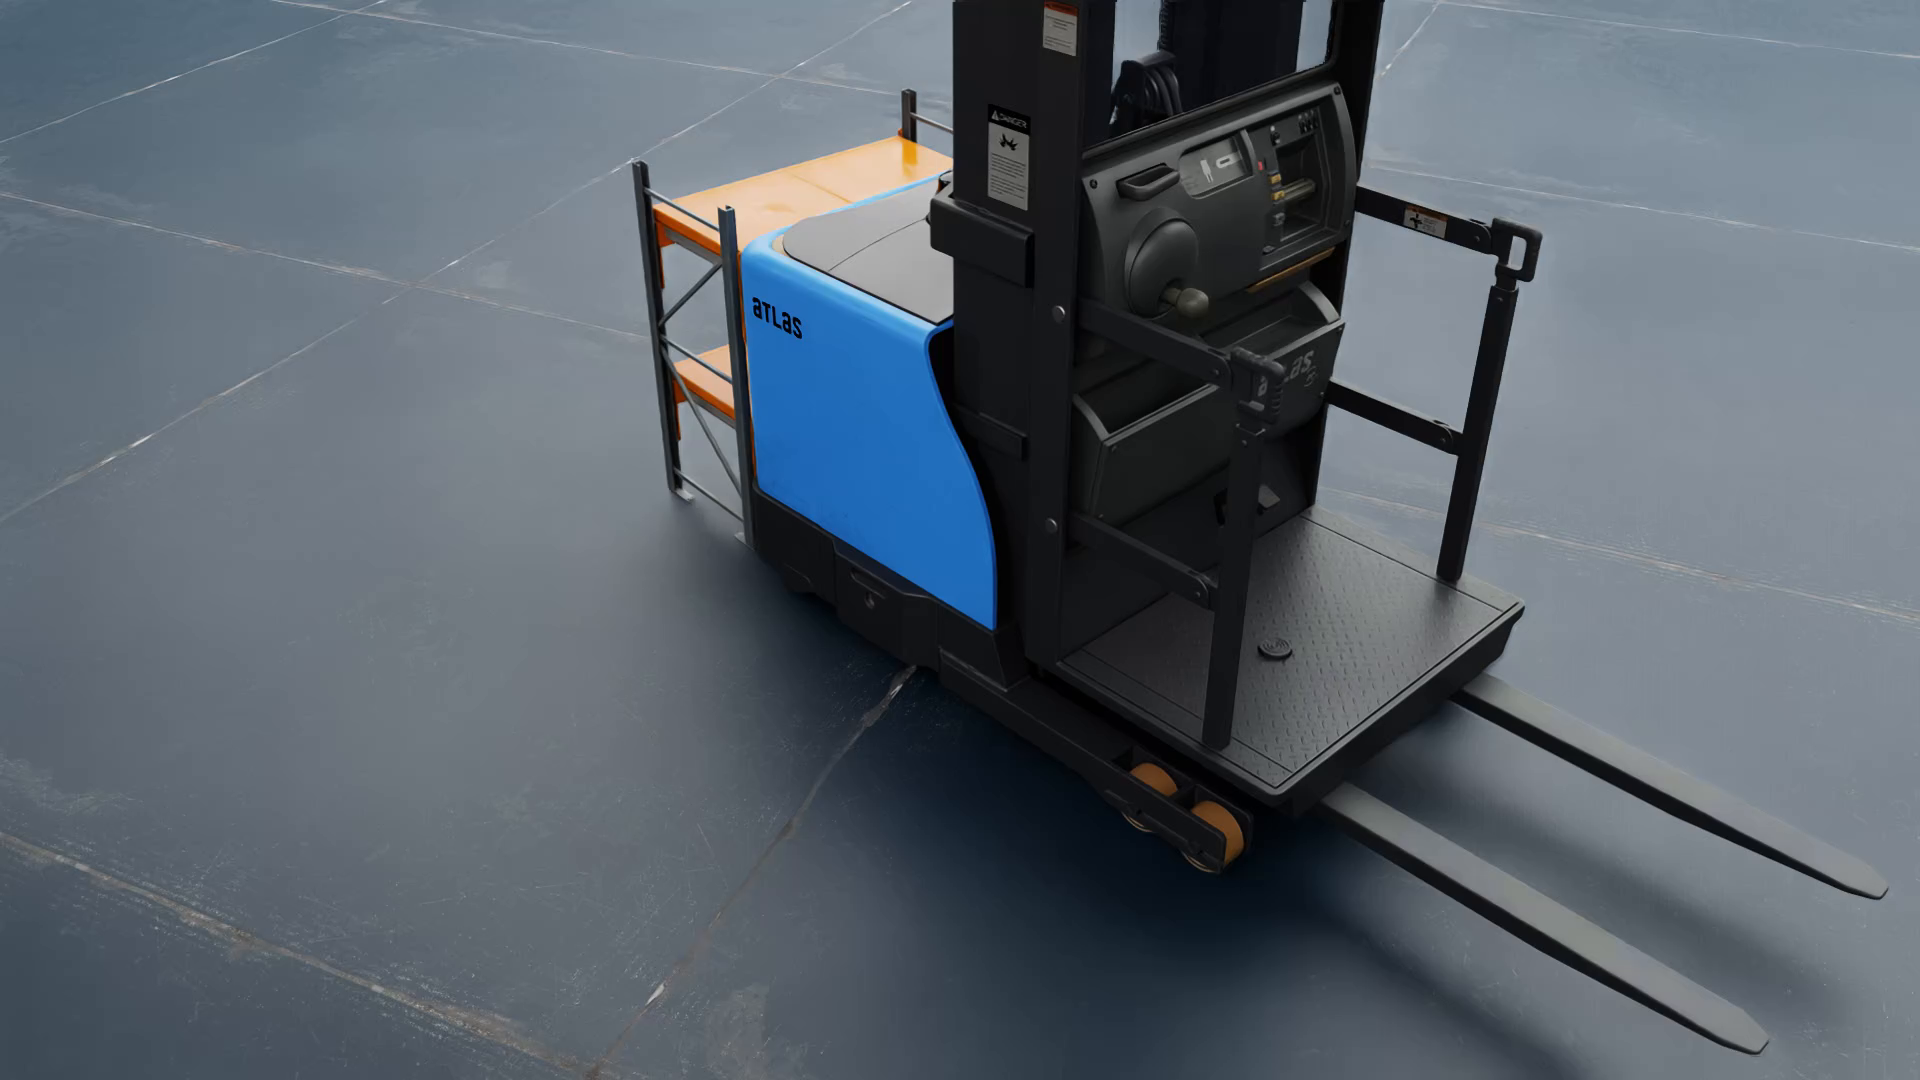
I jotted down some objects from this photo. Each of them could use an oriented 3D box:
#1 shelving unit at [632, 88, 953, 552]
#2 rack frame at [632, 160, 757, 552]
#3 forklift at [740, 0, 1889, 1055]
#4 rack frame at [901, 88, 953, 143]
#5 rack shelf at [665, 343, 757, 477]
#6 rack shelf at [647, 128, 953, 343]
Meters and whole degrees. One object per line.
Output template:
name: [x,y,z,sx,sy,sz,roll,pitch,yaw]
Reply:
shelving unit: [-0.407,-0.724,5.328,1.048,1.125,0.538,-25,41,-33]
rack frame: [-0.795,-0.544,5.053,0.032,1.125,0.500,-25,41,-33]
forklift: [0.766,-0.745,3.713,1.130,2.935,3.031,-28,42,-36]
rack frame: [-0.020,-0.905,5.604,0.032,1.125,0.500,-25,41,-33]
rack shelf: [-0.407,-0.520,5.463,1.000,0.278,0.538,-25,41,-33]
rack shelf: [-0.407,-0.969,5.168,1.000,0.278,0.538,-25,41,-33]
